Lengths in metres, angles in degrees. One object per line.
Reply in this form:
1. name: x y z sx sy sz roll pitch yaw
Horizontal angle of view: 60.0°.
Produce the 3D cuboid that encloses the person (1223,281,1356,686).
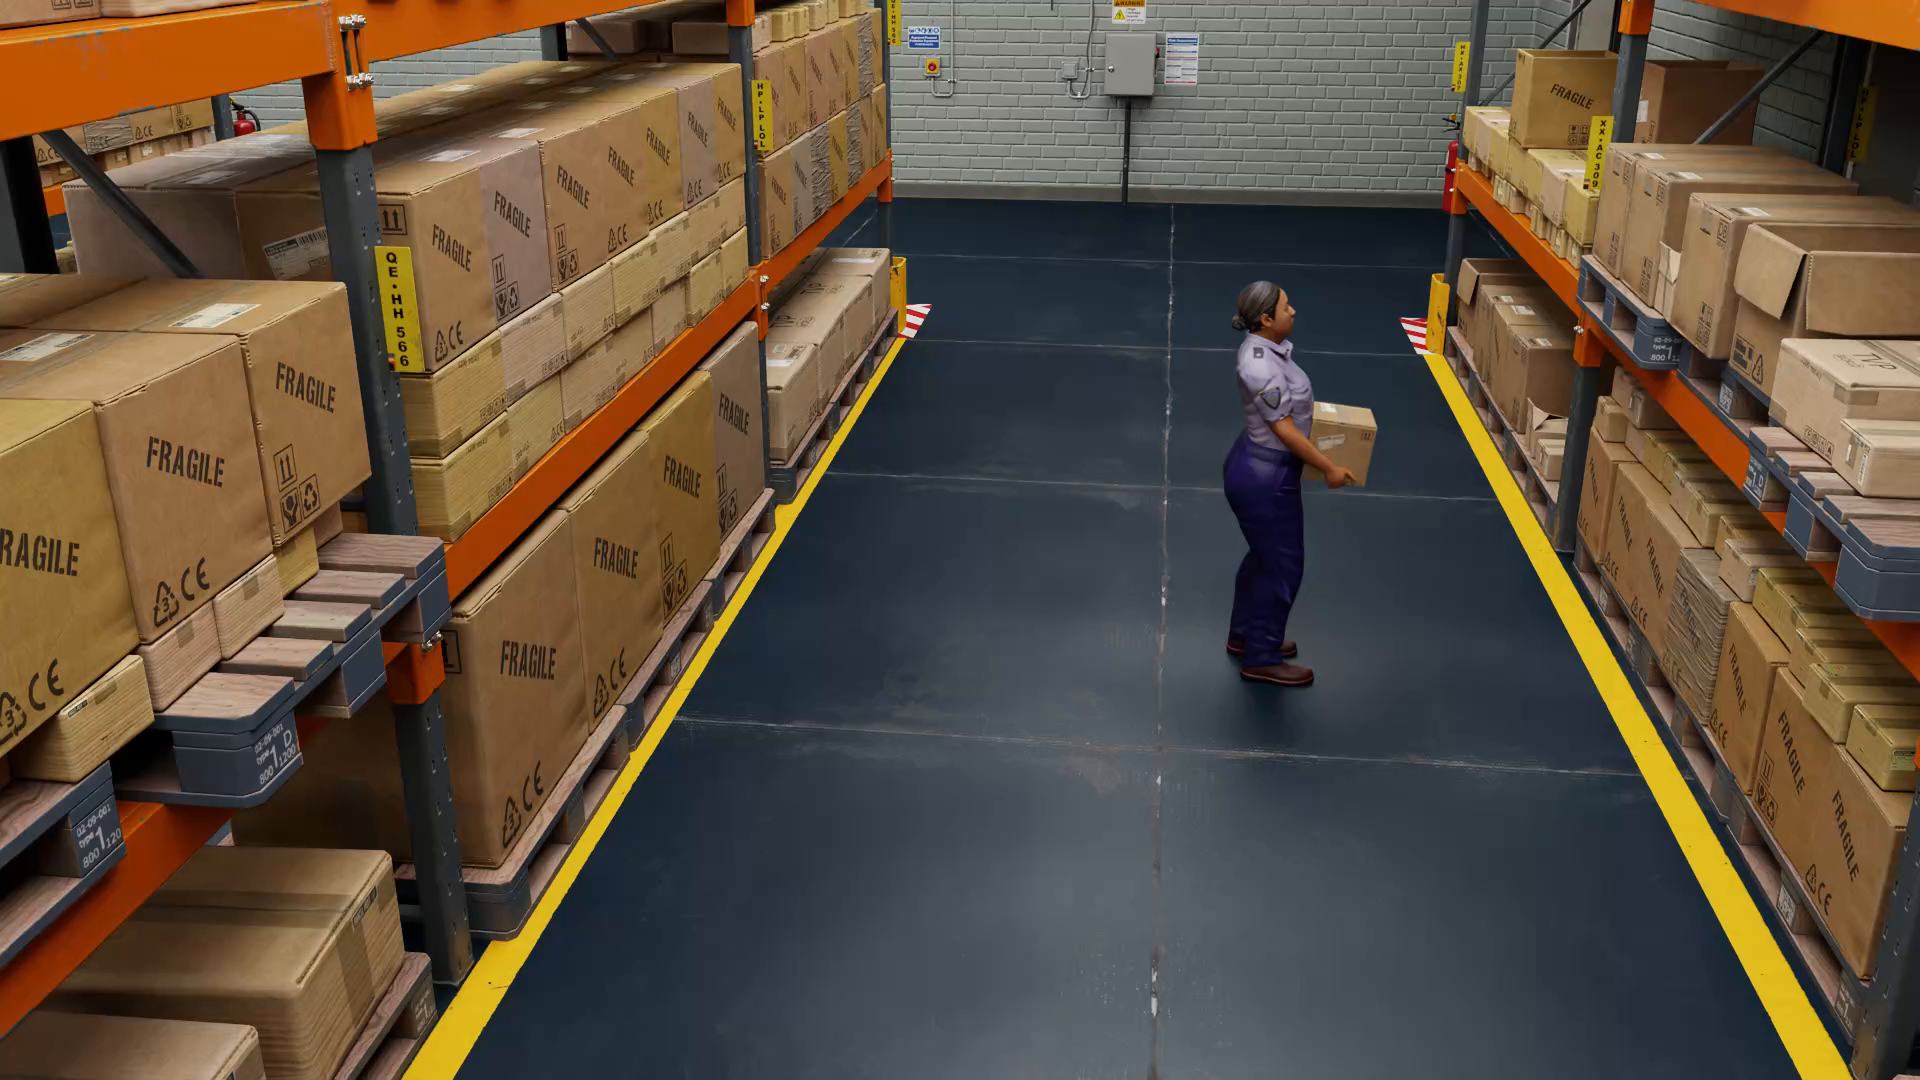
1. person: 1.318 -0.232 6.716 0.517 1.634 0.452 3 21 7
